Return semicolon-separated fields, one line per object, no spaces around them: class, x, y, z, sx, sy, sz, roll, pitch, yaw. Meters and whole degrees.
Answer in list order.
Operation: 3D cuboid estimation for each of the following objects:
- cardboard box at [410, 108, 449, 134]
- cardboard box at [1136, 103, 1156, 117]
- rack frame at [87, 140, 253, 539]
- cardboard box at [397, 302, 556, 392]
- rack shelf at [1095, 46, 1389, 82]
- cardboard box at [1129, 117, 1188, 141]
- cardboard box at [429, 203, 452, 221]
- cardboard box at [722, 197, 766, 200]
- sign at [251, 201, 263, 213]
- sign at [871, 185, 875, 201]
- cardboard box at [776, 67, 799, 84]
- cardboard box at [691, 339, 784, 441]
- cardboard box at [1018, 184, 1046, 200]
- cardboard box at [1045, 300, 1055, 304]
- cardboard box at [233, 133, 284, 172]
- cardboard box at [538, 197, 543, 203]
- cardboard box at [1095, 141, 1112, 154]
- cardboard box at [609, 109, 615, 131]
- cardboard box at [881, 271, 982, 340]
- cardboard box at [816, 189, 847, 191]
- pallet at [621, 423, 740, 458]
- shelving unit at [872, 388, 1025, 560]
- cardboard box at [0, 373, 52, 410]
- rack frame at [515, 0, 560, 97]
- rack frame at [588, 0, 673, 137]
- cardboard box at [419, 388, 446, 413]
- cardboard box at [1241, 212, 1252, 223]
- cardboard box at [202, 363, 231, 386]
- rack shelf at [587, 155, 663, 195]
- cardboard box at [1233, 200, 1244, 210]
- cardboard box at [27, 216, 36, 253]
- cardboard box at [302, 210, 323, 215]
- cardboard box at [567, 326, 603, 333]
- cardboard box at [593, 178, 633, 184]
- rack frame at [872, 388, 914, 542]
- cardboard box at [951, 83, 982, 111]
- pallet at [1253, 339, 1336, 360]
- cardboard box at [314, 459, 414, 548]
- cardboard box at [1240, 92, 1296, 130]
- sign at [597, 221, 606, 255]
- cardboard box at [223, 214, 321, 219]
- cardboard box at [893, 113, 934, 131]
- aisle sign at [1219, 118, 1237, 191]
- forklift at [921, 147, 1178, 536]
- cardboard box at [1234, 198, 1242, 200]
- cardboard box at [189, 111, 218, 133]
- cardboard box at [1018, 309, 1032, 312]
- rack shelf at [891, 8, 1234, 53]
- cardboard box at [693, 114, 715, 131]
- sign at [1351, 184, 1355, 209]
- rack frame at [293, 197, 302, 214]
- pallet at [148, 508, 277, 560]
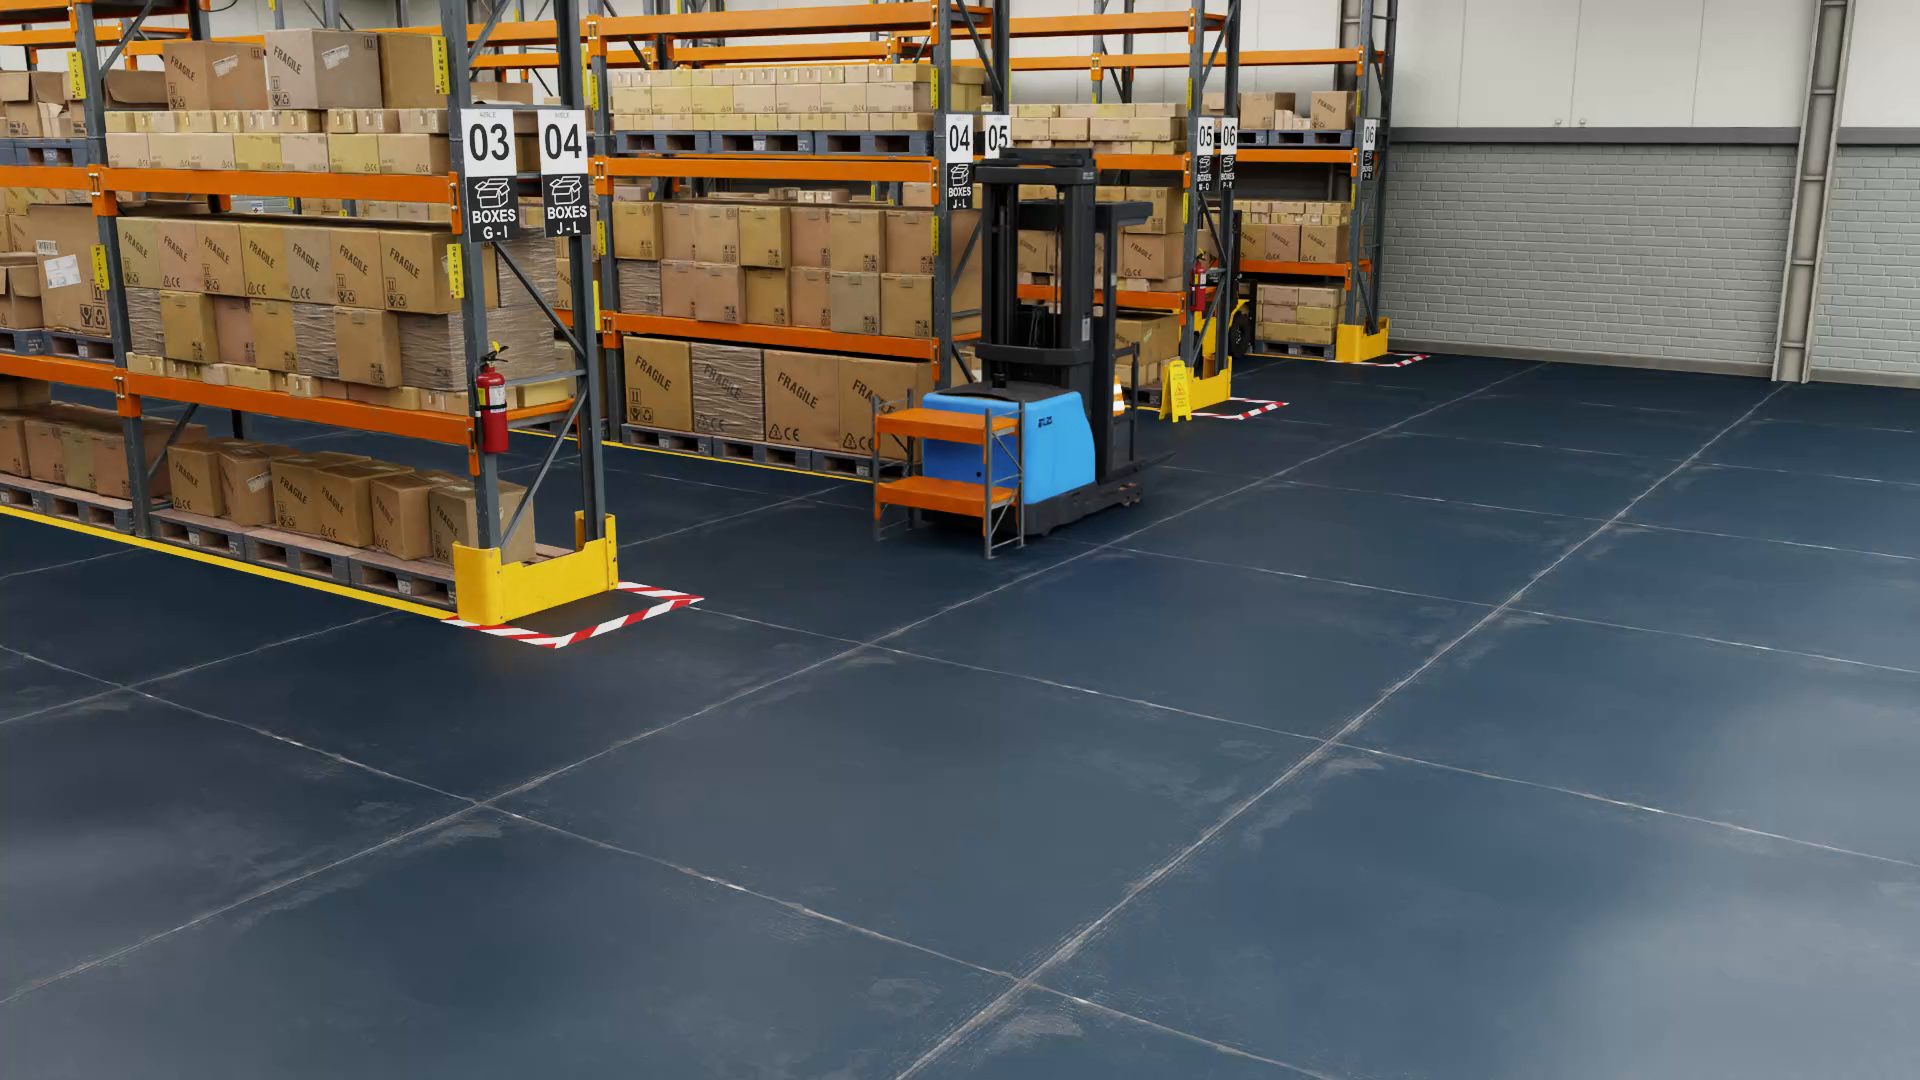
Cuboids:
cardboard box;-3.151;-2.583;10.254;0.250;0.149;0.380;9;17;33
cardboard box;2.146;-4.757;18.418;0.250;0.149;0.380;10;17;34
rack frame;-6.066;-1.567;12.913;0.127;3.000;1.000;9;17;33
cardboard box;-3.188;-1.303;11.018;0.500;0.500;0.875;9;17;33
rack shelf;3.892;-6.634;23.225;4.000;0.370;1.077;9;17;33
cardboard box;2.209;-4.549;18.410;0.500;0.250;0.500;9;16;32
cardboard box;-5.319;-3.415;18.087;0.500;0.500;0.700;9;16;32
cardboard box;-2.887;-4.404;22.670;0.500;0.500;0.500;9;16;32
sign;-13.787;-6.384;32.566;0.001;0.494;0.329;9;17;33
sign;-1.382;-5.484;26.490;0.005;0.325;0.100;9;17;33
cardboard box;-1.418;-4.128;14.796;0.250;0.149;0.380;9;16;32
cardboard box;-1.981;-1.497;16.175;0.875;0.875;0.875;9;17;33
cardboard box;1.006;-3.922;19.516;0.500;0.500;0.700;9;17;32
cardboard box;1.793;-3.652;25.403;0.625;0.625;0.875;10;17;35
cardboard box;-4.545;-2.631;11.281;0.500;0.250;0.500;9;16;32
cardboard box;-5.684;-4.835;23.825;0.500;0.500;0.500;9;16;32
cardboard box;1.733;-4.450;18.836;0.250;0.149;0.380;9;17;33
cardboard box;-3.575;-4.317;16.974;0.396;0.266;0.258;9;16;32
cardboard box;-0.228;-2.120;14.832;0.550;0.550;0.875;9;17;33
cardboard box;-1.687;-4.514;21.764;0.250;0.149;0.380;10;17;36
pallet;-2.626;-1.072;16.713;1.213;0.211;1.003;9;17;33
shelving unit;-0.090;-0.515;12.564;1.048;1.125;0.538;9;17;33
cardboard box;-8.366;-1.315;14.619;0.500;0.250;0.500;12;18;39
rack frame;-7.725;-9.055;30.675;0.127;3.000;1.000;9;17;33
rack frame;-3.214;-5.455;16.132;0.127;3.000;1.000;9;17;33
cardboard box;-3.306;-0.940;10.900;0.250;0.149;0.380;9;17;33
cardboard box;4.029;-4.518;23.275;0.250;0.149;0.380;9;17;33
cardboard box;-5.235;-1.219;12.029;0.250;0.149;0.380;9;17;33
rack shelf;-4.873;-3.918;17.662;4.000;0.370;1.077;9;17;33
cardboard box;3.860;-4.715;23.453;0.250;0.149;0.380;9;17;34
cardboard box;-12.095;-4.095;22.295;0.500;0.500;0.500;9;17;34
cardboard box;-10.254;-5.080;26.892;0.500;0.500;0.500;9;17;32
cardboard box;-5.119;-3.482;24.194;0.875;0.875;0.875;9;17;33
cardboard box;-6.254;-6.263;30.013;0.500;0.500;0.500;10;17;34
rack frame;-0.513;-0.583;12.838;0.032;1.125;0.500;9;17;33
cardboard box;-0.152;-3.902;14.713;0.500;0.250;0.500;9;17;33
pallet;4.893;-2.738;23.443;1.213;0.211;1.003;9;17;33
cardboard box;-4.280;-0.270;11.998;0.500;0.500;0.500;11;18;38
cardboard box;4.254;-5.922;22.972;0.500;0.500;0.700;9;17;33
sign;-3.509;-2.957;16.281;0.005;0.325;0.100;9;17;33
cardboard box;-5.123;-2.173;12.453;0.500;0.500;0.500;9;17;33
cardboard box;-0.360;-3.570;14.200;0.250;0.149;0.380;9;17;33
aisle sign;3.008;-4.322;18.631;0.004;0.787;0.394;9;17;33
forklift;0.900;-1.754;13.811;1.130;2.935;3.031;9;16;31
cardboard box;3.903;-4.840;23.957;0.250;0.149;0.380;10;17;34
cardboard box;-5.096;-2.899;11.532;0.250;0.149;0.380;9;16;32
cardboard box;0.684;-2.504;19.985;0.500;0.500;0.500;10;17;36
rack shelf;1.125;-5.836;19.177;4.000;0.370;1.077;9;17;33
cardboard box;-2.256;-3.877;15.439;0.250;0.149;0.380;9;16;32
sign;5.237;-4.568;22.131;0.005;0.325;0.100;9;17;33
rack frame;-10.492;-5.153;27.396;0.127;3.000;1.000;9;17;33
pallet;-5.489;-0.131;12.912;1.213;0.211;1.003;9;17;33
